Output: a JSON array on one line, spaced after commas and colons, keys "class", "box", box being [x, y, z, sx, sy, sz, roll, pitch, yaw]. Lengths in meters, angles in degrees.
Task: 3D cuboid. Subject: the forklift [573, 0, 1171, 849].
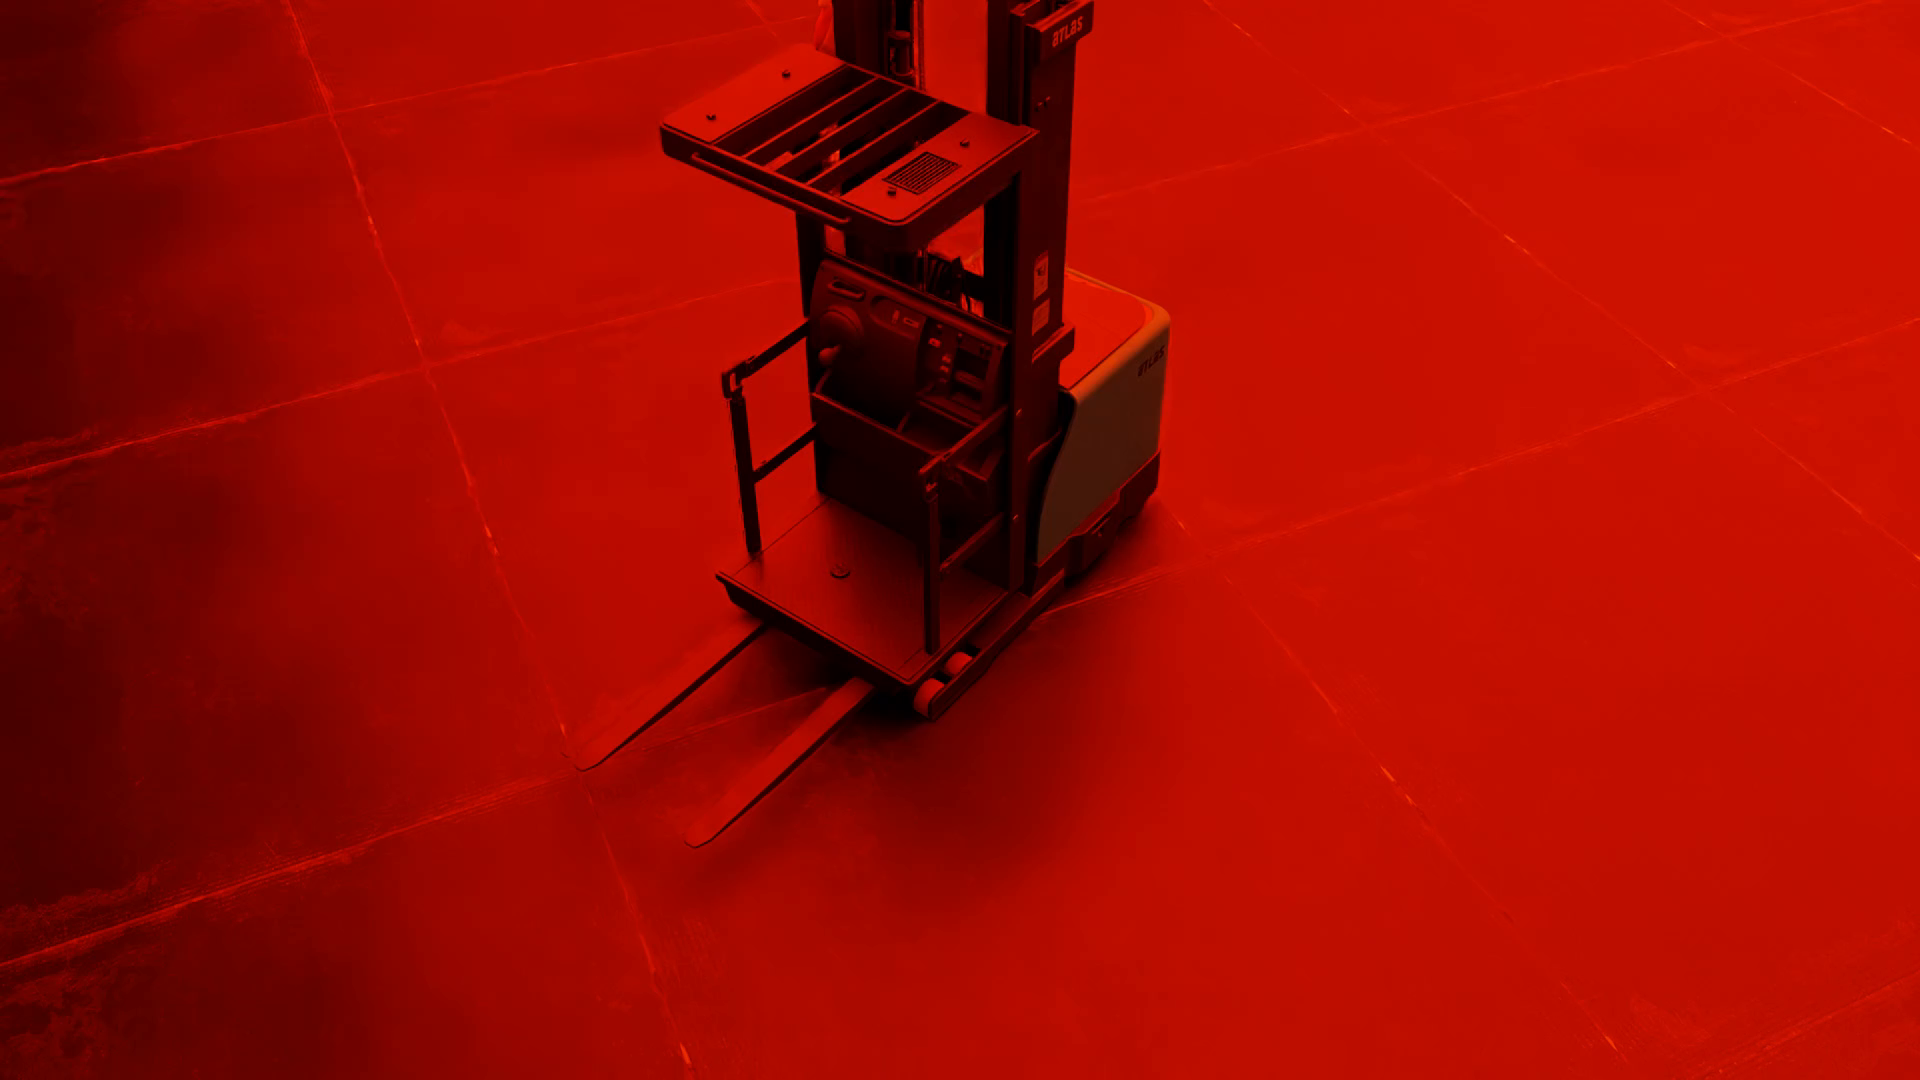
[{"class": "forklift", "box": [-0.345, -0.705, 6.436, 1.130, 2.935, 3.031, 28, 50, 26]}]

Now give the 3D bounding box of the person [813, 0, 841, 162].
[{"class": "person", "box": [-0.634, -2.924, 9.723, 0.549, 1.673, 0.548, -23, 48, -23]}]
